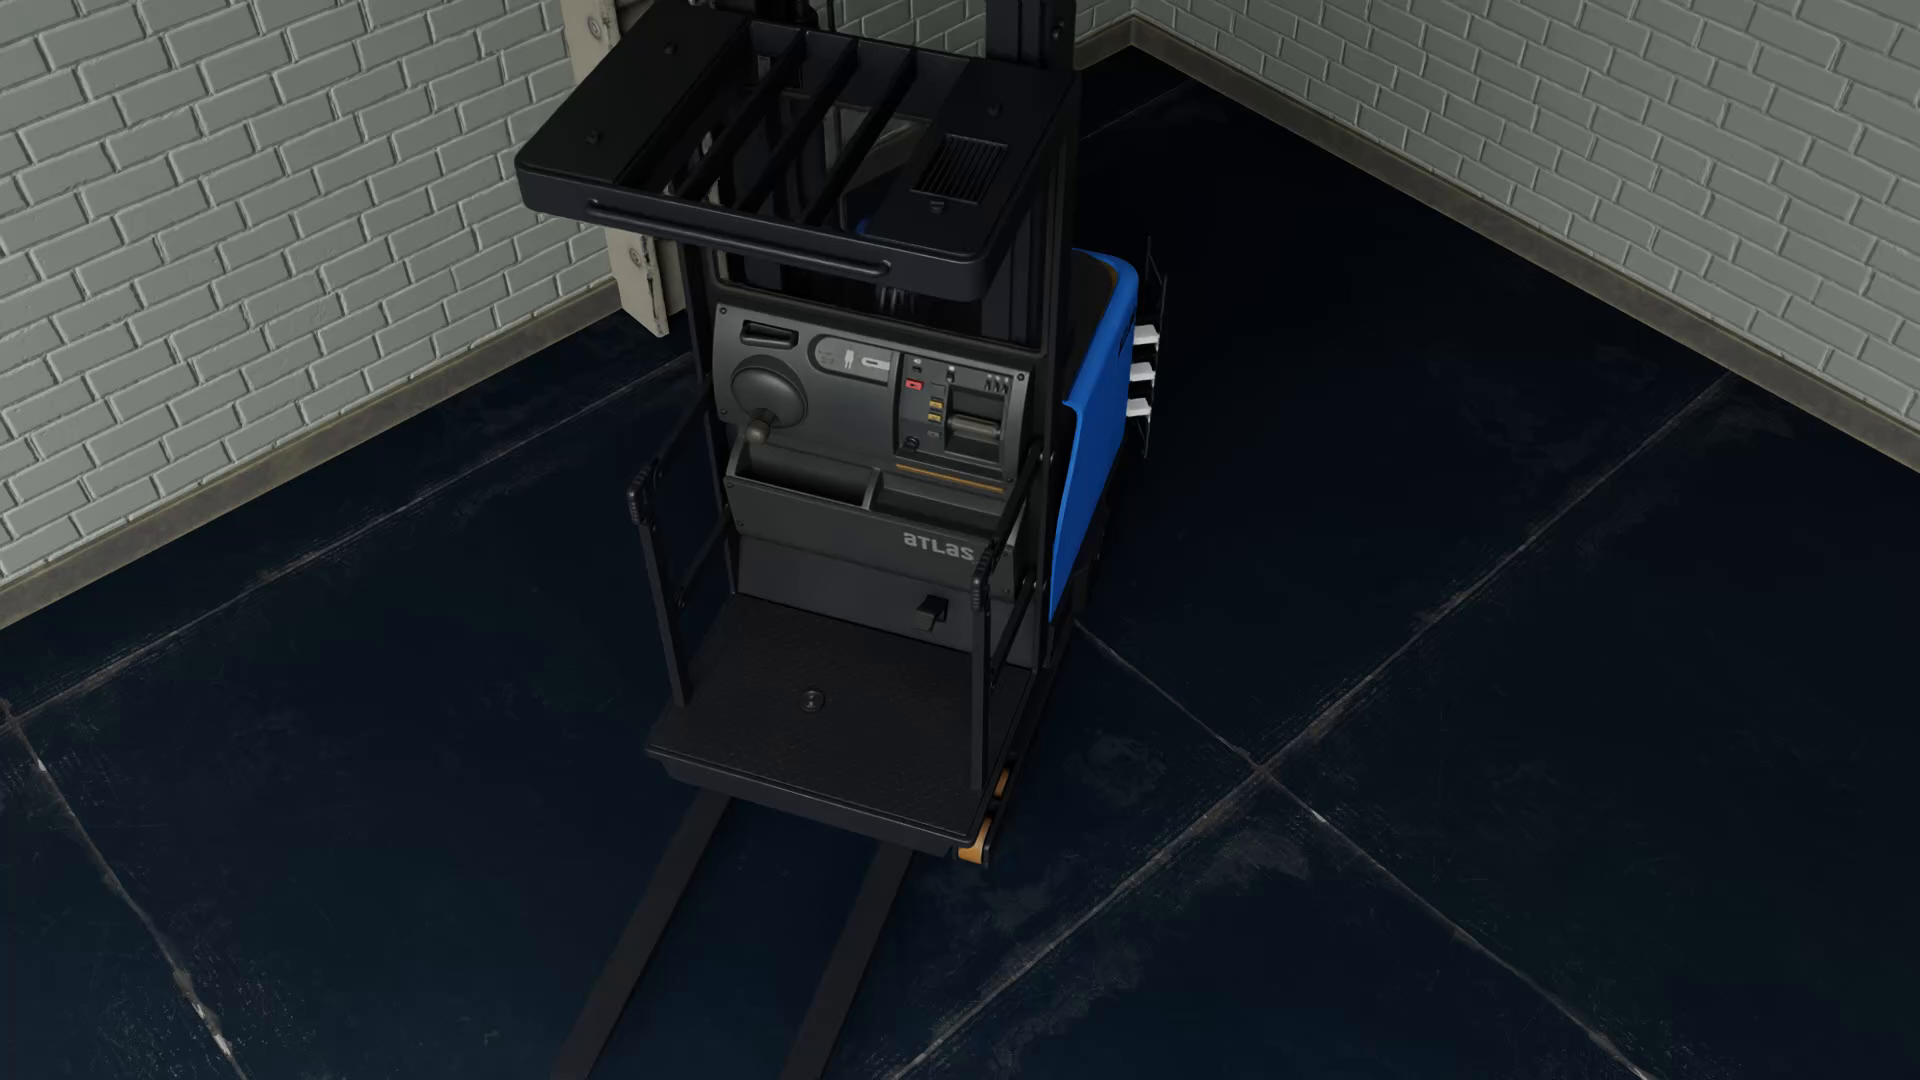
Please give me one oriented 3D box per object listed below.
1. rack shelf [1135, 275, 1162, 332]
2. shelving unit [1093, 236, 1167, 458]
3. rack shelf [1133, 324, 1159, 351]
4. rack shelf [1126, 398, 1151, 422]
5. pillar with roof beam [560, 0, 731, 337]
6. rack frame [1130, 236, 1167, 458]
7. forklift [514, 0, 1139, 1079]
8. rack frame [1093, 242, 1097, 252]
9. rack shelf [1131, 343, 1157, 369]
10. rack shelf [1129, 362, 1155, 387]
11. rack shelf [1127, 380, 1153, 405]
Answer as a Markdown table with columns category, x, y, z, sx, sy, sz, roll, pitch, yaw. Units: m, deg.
| category | x | y | z | sx | sy | sz | roll | pitch | yaw |
| --- | --- | --- | --- | --- | --- | --- | --- | --- | --- |
| rack shelf | 0.609 | -0.861 | 6.110 | 0.200 | 0.077 | 0.258 | -8 | 48 | -7 |
| shelving unit | 0.609 | -0.700 | 6.284 | 0.210 | 0.900 | 0.258 | -8 | 48 | -7 |
| rack shelf | 0.609 | -0.800 | 6.176 | 0.200 | 0.077 | 0.258 | -8 | 48 | -7 |
| rack shelf | 0.609 | -0.556 | 6.441 | 0.200 | 0.077 | 0.258 | -8 | 48 | -7 |
| pillar with roof beam | 1.666 | -1.747 | 1.739 | 0.400 | 9.000 | 9.100 | -34 | 56 | -27 |
| rack frame | 0.709 | -0.714 | 6.296 | 0.006 | 0.900 | 0.240 | -8 | 48 | -7 |
| forklift | -0.326 | -0.309 | 4.541 | 1.130 | 2.935 | 3.031 | 14 | 49 | 13 |
| rack frame | 0.509 | -0.687 | 6.272 | 0.006 | 0.900 | 0.240 | -8 | 48 | -7 |
| rack shelf | 0.609 | -0.739 | 6.242 | 0.200 | 0.077 | 0.258 | -8 | 48 | -7 |
| rack shelf | 0.609 | -0.678 | 6.309 | 0.200 | 0.077 | 0.258 | -8 | 48 | -7 |
| rack shelf | 0.609 | -0.617 | 6.375 | 0.200 | 0.077 | 0.258 | -8 | 48 | -7 |
